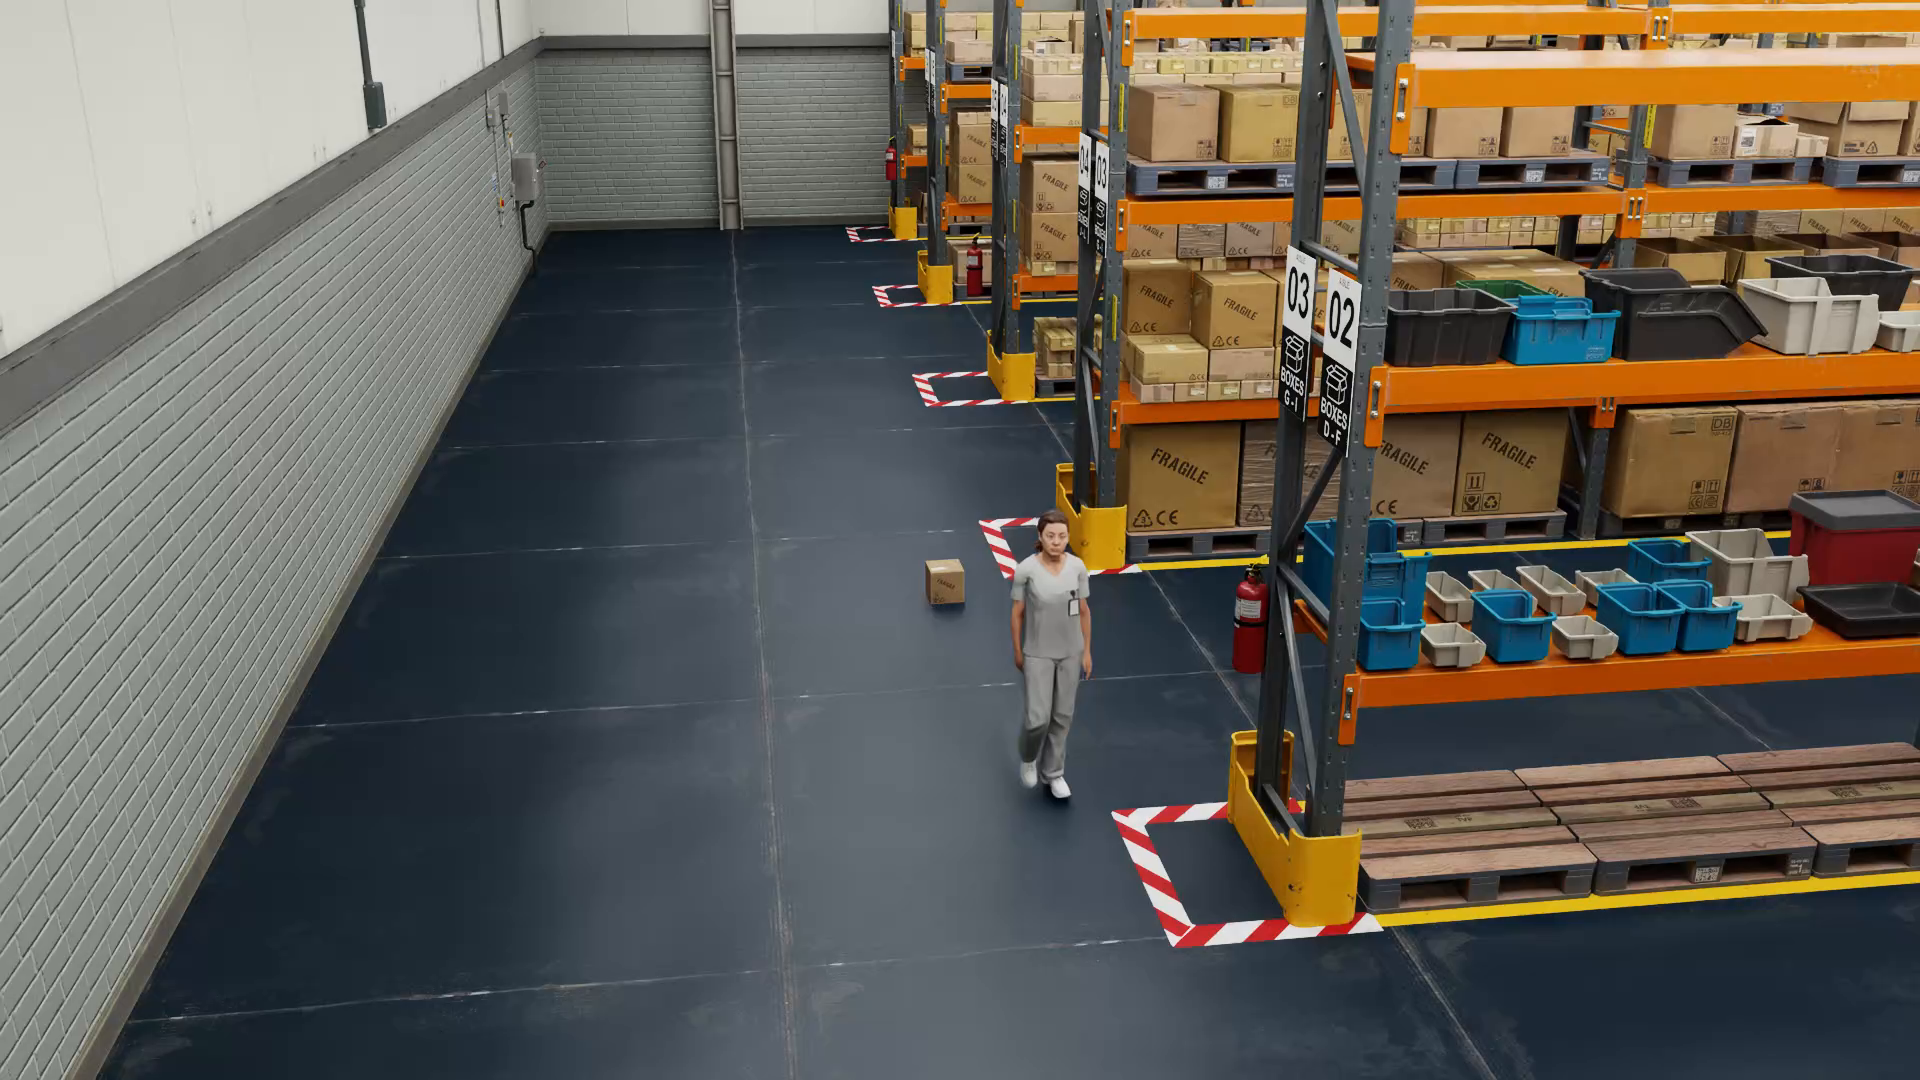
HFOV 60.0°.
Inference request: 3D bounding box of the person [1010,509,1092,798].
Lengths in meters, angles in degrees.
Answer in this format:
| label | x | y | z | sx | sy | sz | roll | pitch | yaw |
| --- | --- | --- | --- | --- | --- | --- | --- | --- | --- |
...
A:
| label | x | y | z | sx | sy | sz | roll | pitch | yaw |
| --- | --- | --- | --- | --- | --- | --- | --- | --- | --- |
| person | 0.516 | 0.643 | 9.249 | 0.444 | 1.665 | 0.456 | -5 | 21 | -14 |
